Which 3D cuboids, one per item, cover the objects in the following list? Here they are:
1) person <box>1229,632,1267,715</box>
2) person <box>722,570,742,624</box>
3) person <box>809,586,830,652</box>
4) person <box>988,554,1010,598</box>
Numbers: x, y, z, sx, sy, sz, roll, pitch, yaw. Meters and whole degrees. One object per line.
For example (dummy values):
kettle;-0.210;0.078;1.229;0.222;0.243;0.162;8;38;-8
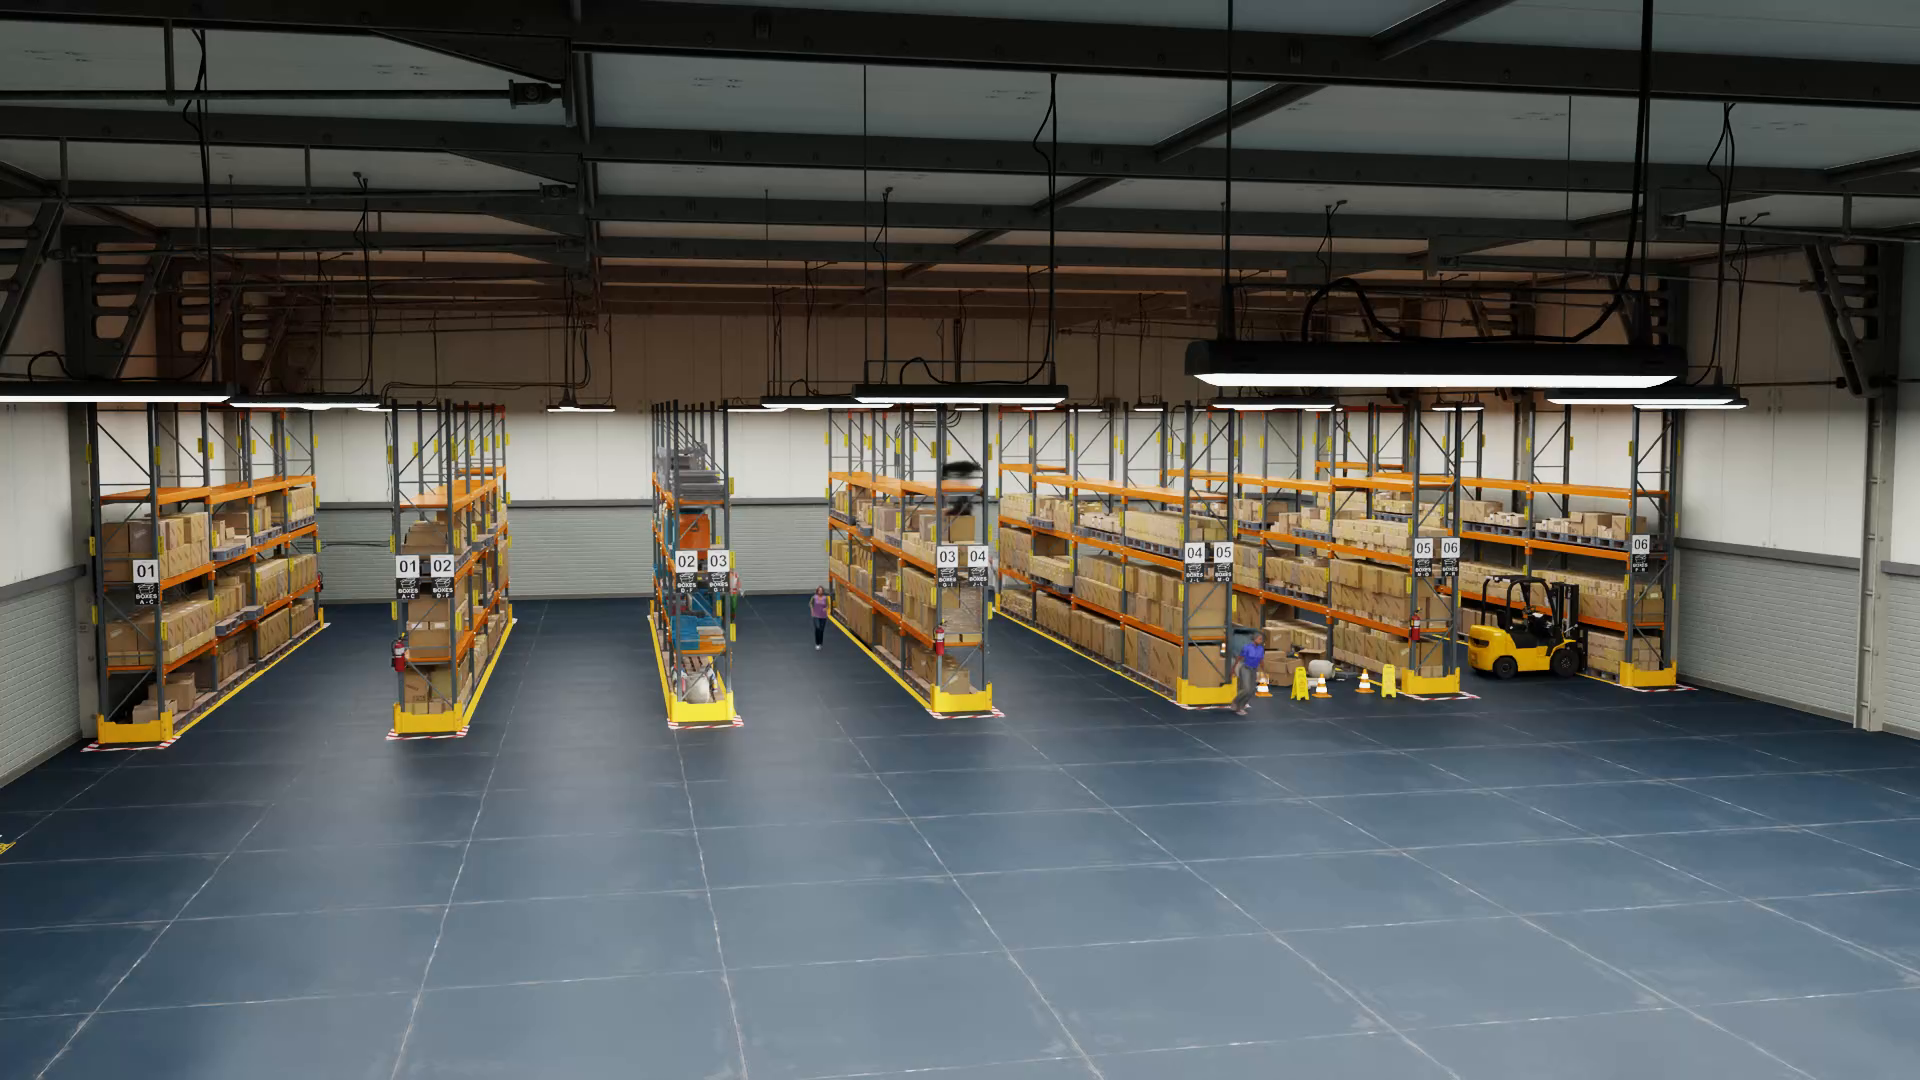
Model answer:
person;5.485;2.549;31.684;0.599;1.604;0.546;-3;5;-33
person;-6.247;1.475;45.037;0.658;1.737;0.781;-2;5;-24
person;-3.401;1.897;40.363;0.448;1.606;0.789;-1;4;-15
person;1.089;1.189;49.761;0.727;1.591;0.962;3;6;39
